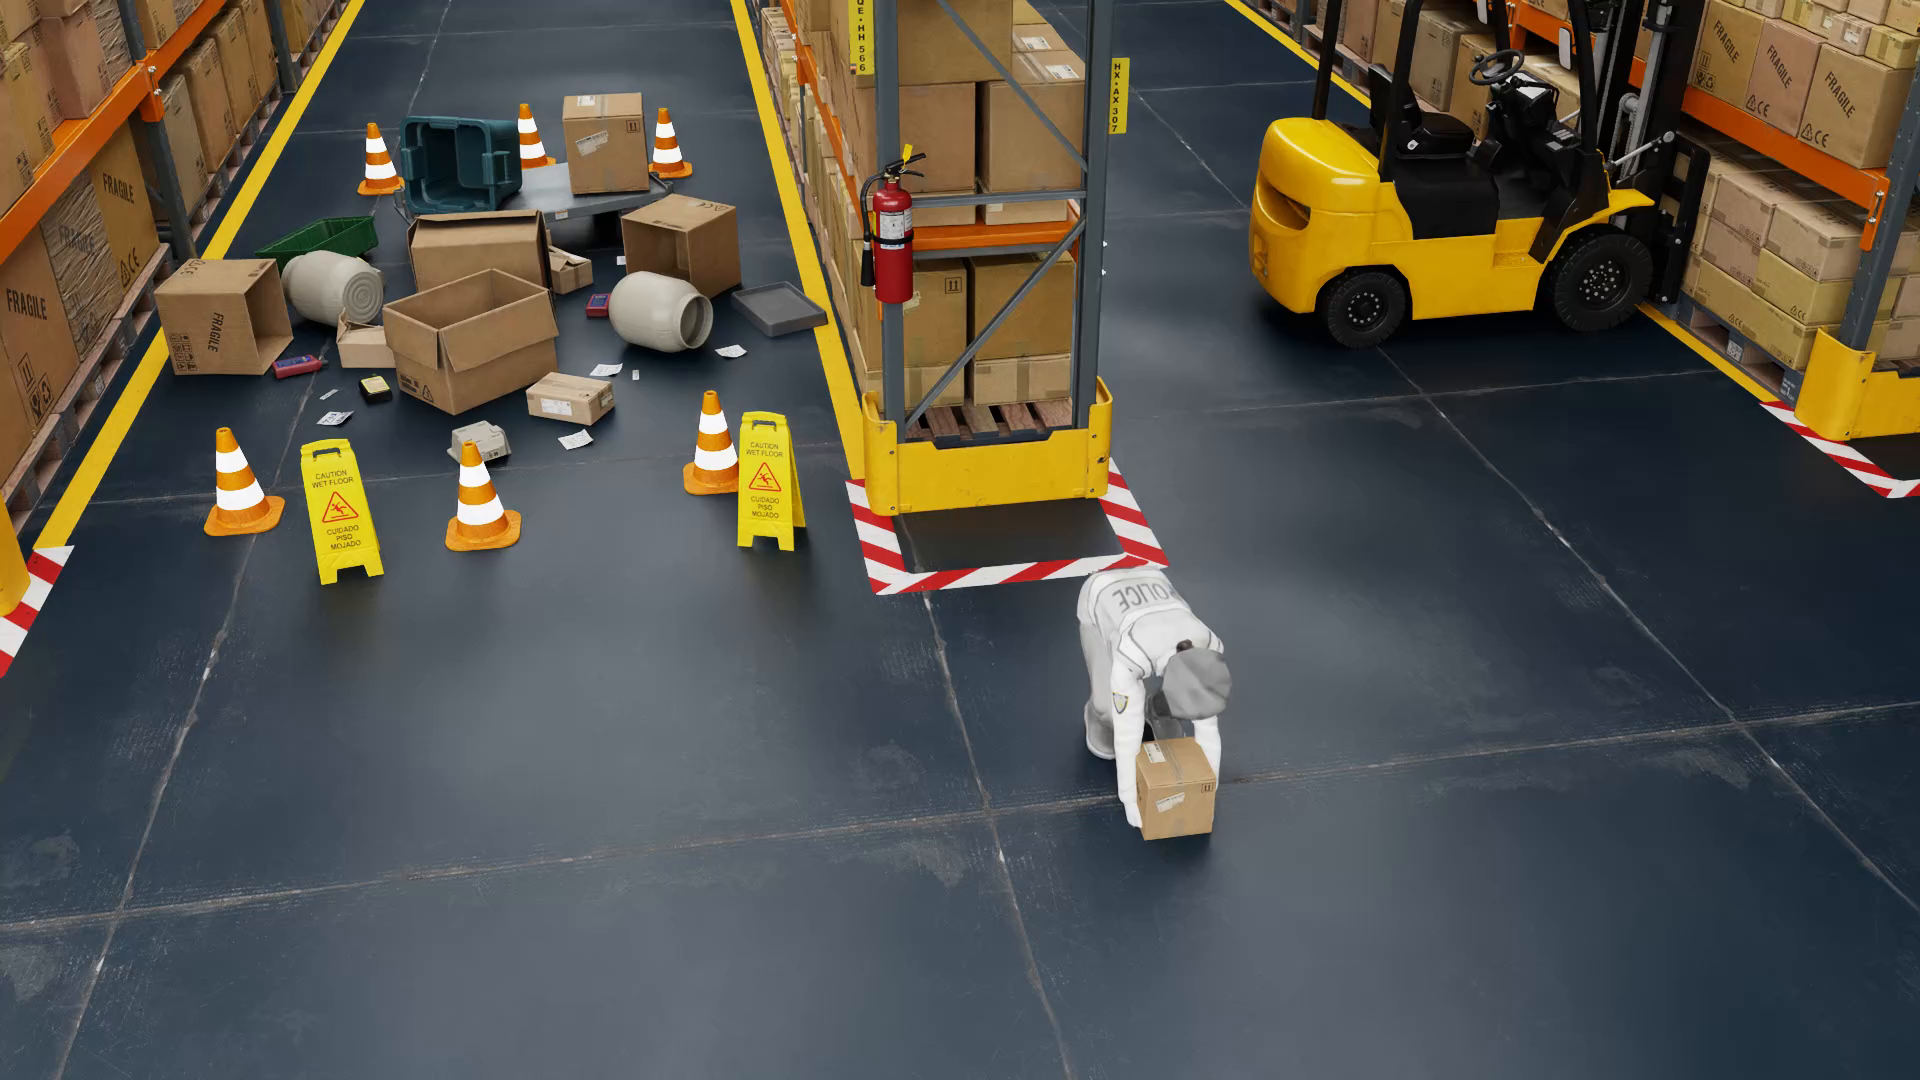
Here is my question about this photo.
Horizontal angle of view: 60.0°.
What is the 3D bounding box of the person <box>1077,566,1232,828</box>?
[{"bbox_3d":[0.707,0.536,6.143,0.455,0.763,0.914,-6,31,-10],"label":"person"}]
